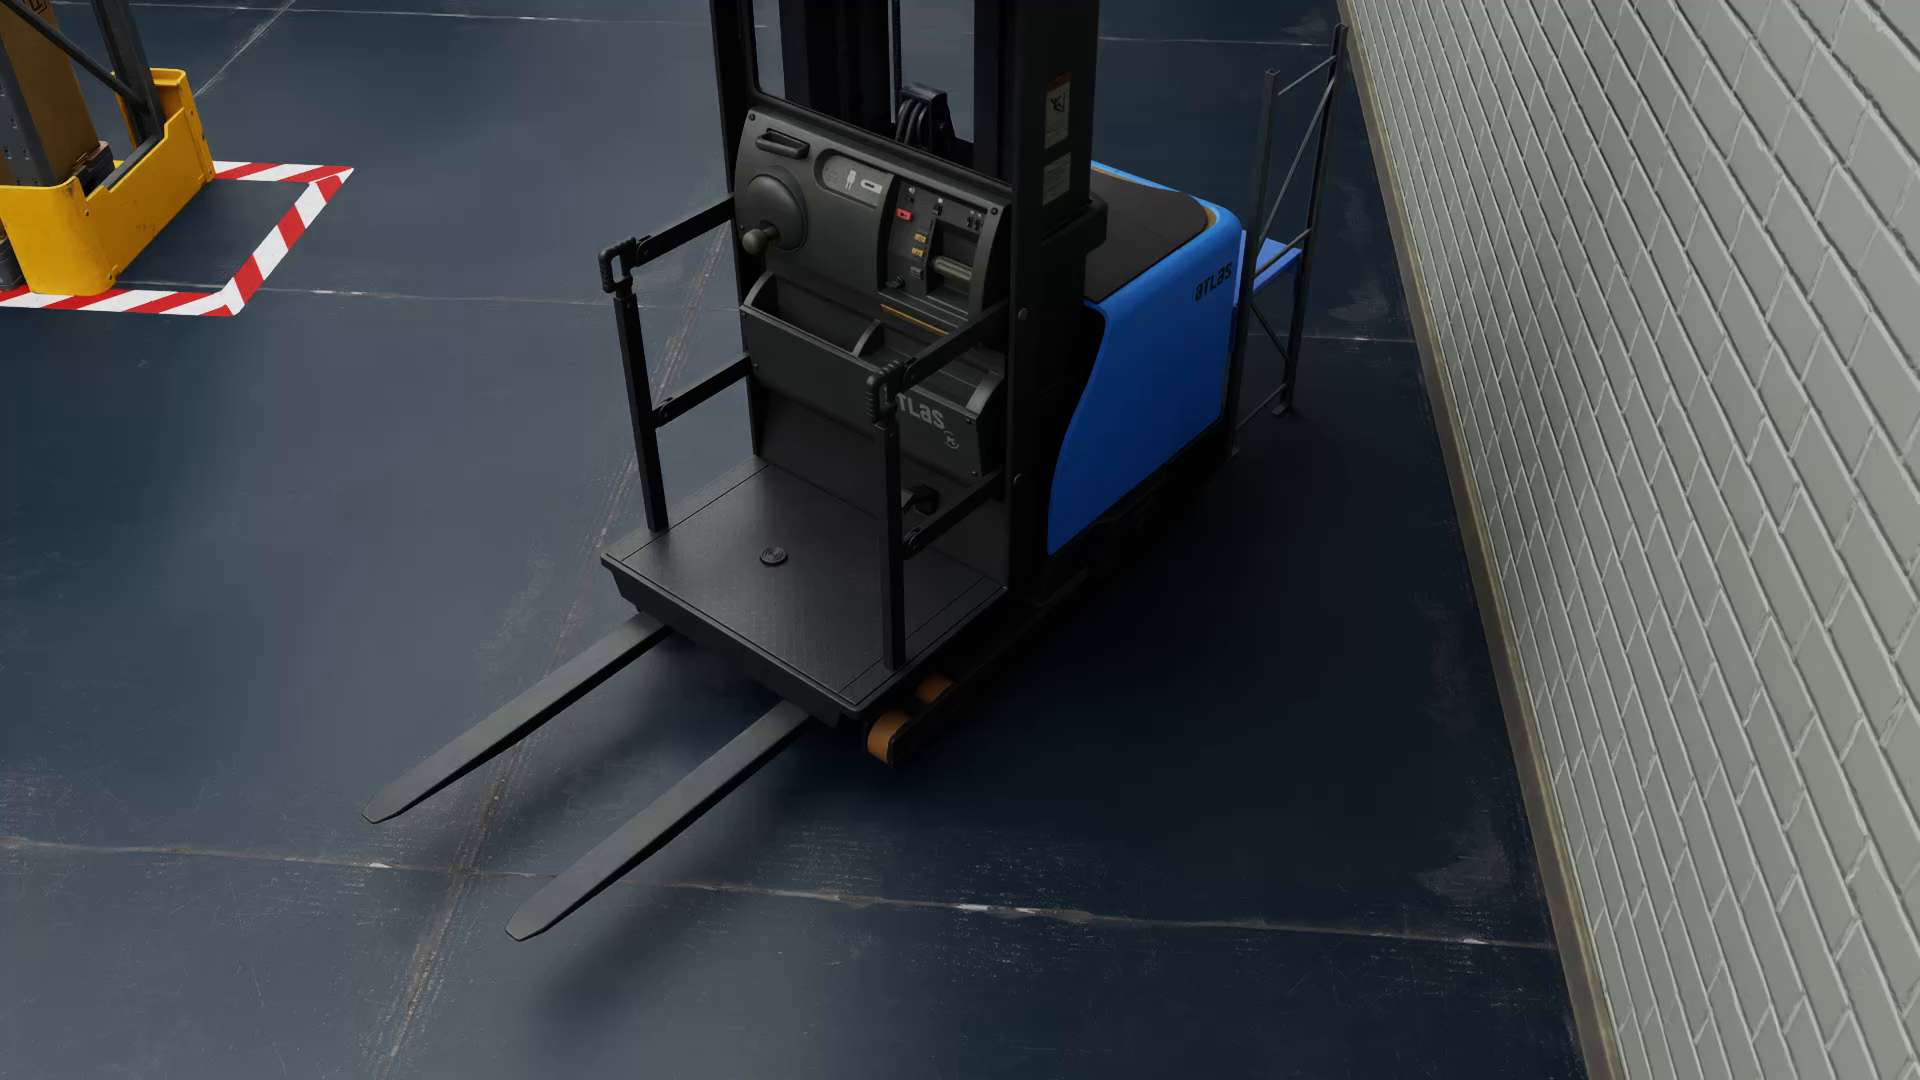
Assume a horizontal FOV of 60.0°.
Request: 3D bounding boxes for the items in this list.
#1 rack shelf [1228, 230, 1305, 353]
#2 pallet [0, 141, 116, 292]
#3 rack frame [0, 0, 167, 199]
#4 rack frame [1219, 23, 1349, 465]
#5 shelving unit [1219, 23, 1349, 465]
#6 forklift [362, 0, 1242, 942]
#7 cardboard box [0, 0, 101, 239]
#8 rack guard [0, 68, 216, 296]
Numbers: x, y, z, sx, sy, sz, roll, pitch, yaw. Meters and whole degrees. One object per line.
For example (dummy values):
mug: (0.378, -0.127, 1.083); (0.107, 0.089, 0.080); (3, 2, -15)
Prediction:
rack shelf: (0.708, -1.042, 6.127); (1.000, 0.185, 0.538); (26, 46, 28)
pallet: (-4.565, -1.478, 7.399); (1.213, 0.211, 1.003); (3, 39, 4)
rack frame: (-3.761, -2.566, 6.526); (0.127, 3.000, 1.000); (3, 39, 4)
rack frame: (1.111, -0.987, 5.774); (0.032, 1.500, 0.500); (26, 46, 28)
shelving unit: (0.708, -1.182, 6.014); (1.048, 1.500, 0.538); (26, 46, 28)
forklift: (-0.400, -0.830, 4.448); (1.130, 2.935, 3.031); (27, 47, 30)
cardboard box: (-4.406, -1.889, 7.045); (0.875, 0.875, 0.875); (3, 39, 4)
rack guard: (-3.737, -1.595, 7.313); (0.348, 0.500, 1.175); (3, 39, 4)
